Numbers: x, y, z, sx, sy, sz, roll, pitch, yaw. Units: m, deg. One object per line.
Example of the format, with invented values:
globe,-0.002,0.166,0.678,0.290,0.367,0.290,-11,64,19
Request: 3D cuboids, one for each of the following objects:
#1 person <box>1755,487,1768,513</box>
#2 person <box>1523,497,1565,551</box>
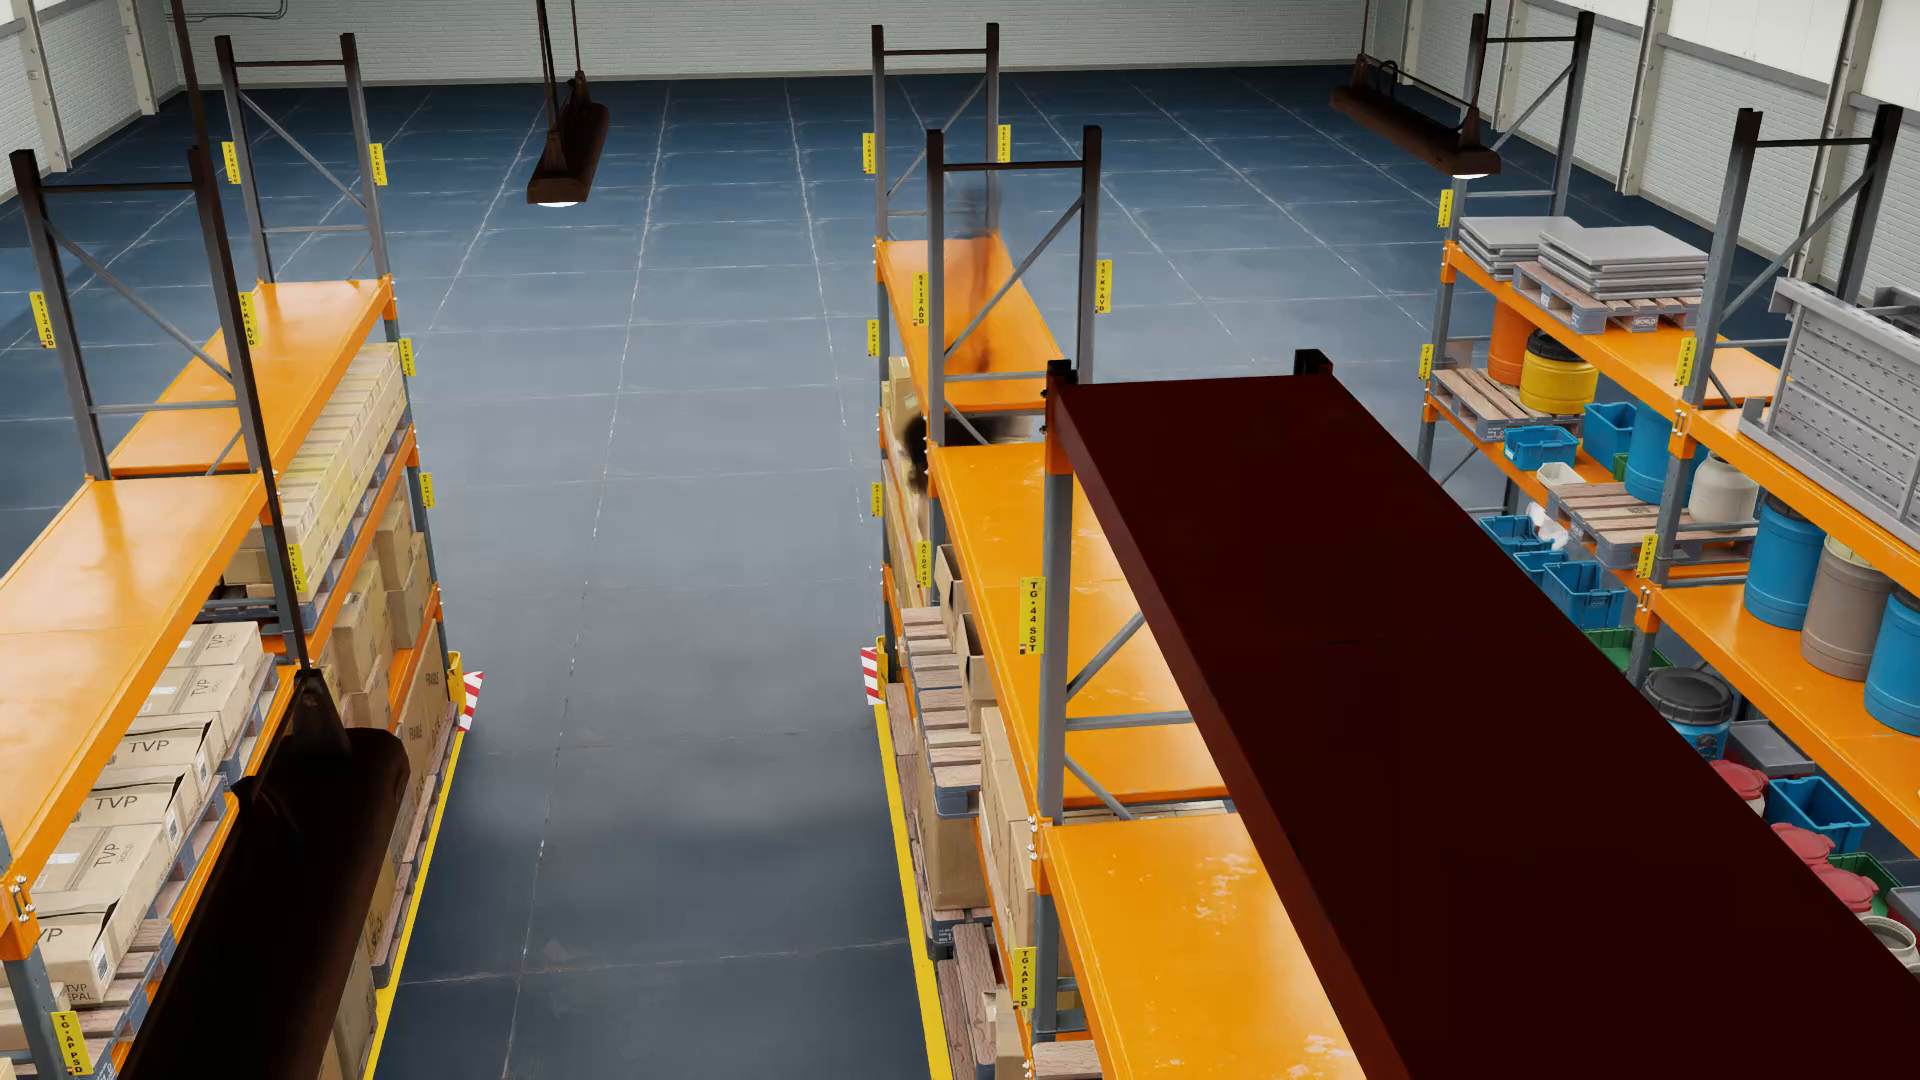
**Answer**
person,8.895,-0.640,18.052,0.860,1.541,0.635,14,29,26
person,5.780,0.025,16.463,0.737,1.713,0.646,-18,31,-33
